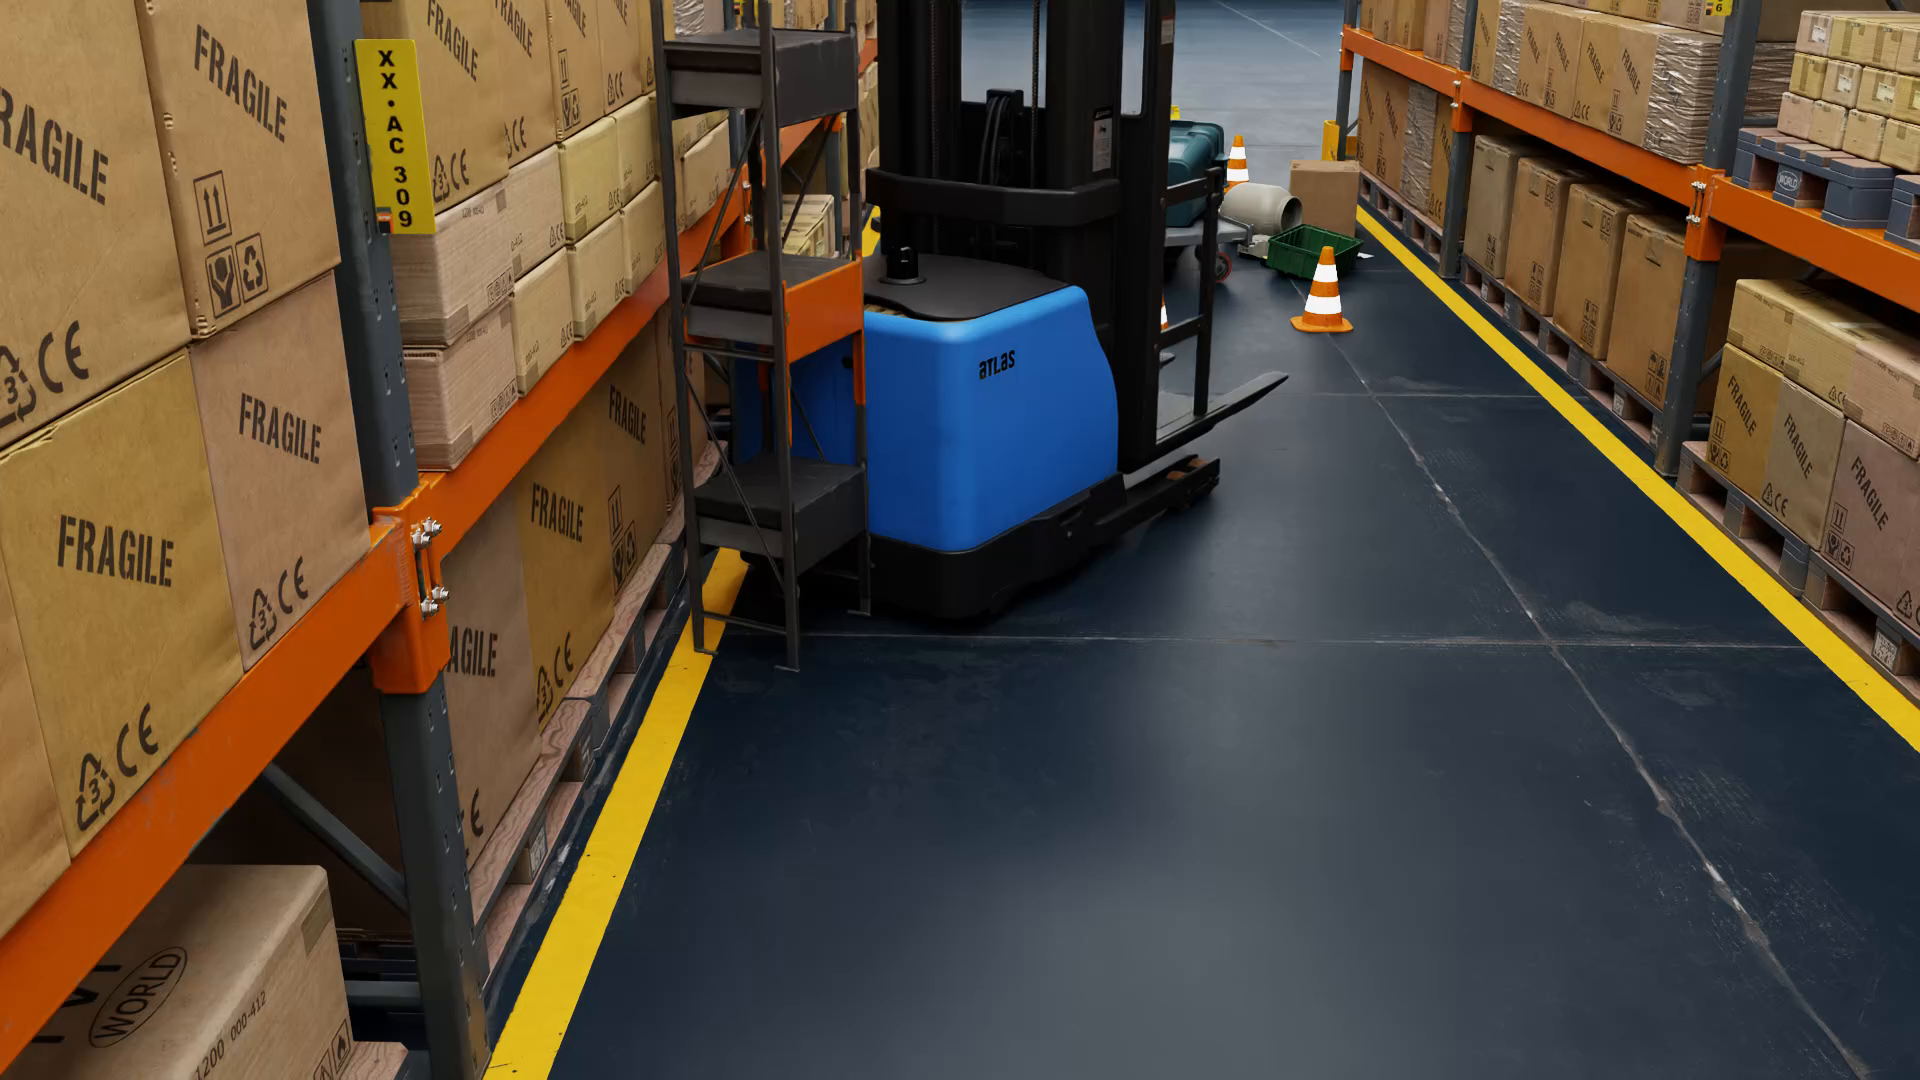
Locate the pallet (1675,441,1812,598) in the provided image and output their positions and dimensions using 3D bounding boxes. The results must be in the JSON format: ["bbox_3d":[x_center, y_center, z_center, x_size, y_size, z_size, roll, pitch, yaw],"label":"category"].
[{"bbox_3d":[3.527,-0.099,6.491,1.003,0.211,1.213,1,21,2],"label":"pallet"}]

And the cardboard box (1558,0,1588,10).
[{"bbox_3d":[3.635,-3.092,8.830,0.700,0.500,0.500,1,21,2],"label":"cardboard box"}]

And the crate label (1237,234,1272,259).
[{"bbox_3d":[2.093,-2.052,11.629,0.298,0.136,0.250,-16,26,-35],"label":"crate label"}]

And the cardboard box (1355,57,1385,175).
[{"bbox_3d":[3.841,-3.533,13.844,0.875,0.875,0.875,1,21,2],"label":"cardboard box"}]

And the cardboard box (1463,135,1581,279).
[{"bbox_3d":[3.745,-2.049,10.192,1.050,0.750,0.750,1,21,1],"label":"cardboard box"}]

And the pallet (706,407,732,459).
[{"bbox_3d":[-1.373,-0.682,7.994,1.003,0.211,1.213,1,21,2],"label":"pallet"}]

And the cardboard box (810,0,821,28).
[{"bbox_3d":[-1.075,-3.178,9.442,0.500,0.500,0.500,1,21,2],"label":"cardboard box"}]

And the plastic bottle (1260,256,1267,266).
[{"bbox_3d":[2.174,-1.874,11.274,0.133,0.061,0.283,-11,24,-26],"label":"plastic bottle"}]

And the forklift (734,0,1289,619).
[{"bbox_3d":[0.437,-1.574,6.535,1.130,2.935,3.031,14,25,32],"label":"forklift"}]

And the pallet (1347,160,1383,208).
[{"bbox_3d":[3.849,-2.984,13.927,1.003,0.211,1.213,1,21,2],"label":"pallet"}]

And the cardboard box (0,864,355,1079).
[{"bbox_3d":[-1.647,0.972,2.839,0.875,0.438,0.875,0,21,1],"label":"cardboard box"}]

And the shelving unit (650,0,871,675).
[{"bbox_3d":[-0.601,-0.652,5.291,0.431,2.100,0.503,10,24,24],"label":"shelving unit"}]

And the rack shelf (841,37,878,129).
[{"bbox_3d":[-1.216,-3.533,12.482,1.077,0.370,4.000,1,21,2],"label":"rack shelf"}]

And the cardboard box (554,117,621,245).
[{"bbox_3d":[-1.195,-0.943,4.329,0.500,0.250,0.500,1,21,2],"label":"cardboard box"}]

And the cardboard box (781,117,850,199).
[{"bbox_3d":[-0.989,-2.619,11.317,0.500,0.500,0.500,2,21,4],"label":"cardboard box"}]

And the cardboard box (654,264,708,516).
[{"bbox_3d":[-1.503,-0.655,6.428,0.875,0.875,0.875,0,21,1],"label":"cardboard box"}]

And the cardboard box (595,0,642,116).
[{"bbox_3d":[-1.205,-1.474,4.661,0.500,0.500,0.500,0,21,1],"label":"cardboard box"}]

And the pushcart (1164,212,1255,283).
[{"bbox_3d":[1.004,-1.916,10.945,1.648,0.377,0.936,-7,22,-17],"label":"pushcart"}]

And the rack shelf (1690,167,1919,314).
[{"bbox_3d":[3.491,-0.623,4.981,1.077,0.370,4.000,1,21,2],"label":"rack shelf"}]

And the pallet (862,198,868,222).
[{"bbox_3d":[-1.257,-2.531,12.760,1.003,0.211,1.213,1,21,2],"label":"pallet"}]

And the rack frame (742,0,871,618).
[{"bbox_3d":[-0.496,-0.735,5.495,0.400,2.100,0.015,10,24,24],"label":"rack frame"}]

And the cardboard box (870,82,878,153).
[{"bbox_3d":[-0.931,-3.374,13.261,0.500,0.500,0.500,1,21,4],"label":"cardboard box"}]

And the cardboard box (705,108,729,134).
[{"bbox_3d":[-1.159,-1.684,6.239,0.500,0.250,0.500,1,21,1],"label":"cardboard box"}]

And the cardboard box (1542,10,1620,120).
[{"bbox_3d":[3.341,-2.440,8.533,0.500,0.500,0.500,1,21,2],"label":"cardboard box"}]

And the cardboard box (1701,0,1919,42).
[{"bbox_3d":[3.576,-2.356,6.934,0.700,0.500,0.500,1,21,1],"label":"cardboard box"}]

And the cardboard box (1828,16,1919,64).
[{"bbox_3d":[3.339,-1.775,5.901,0.380,0.149,0.250,0,21,0],"label":"cardboard box"}]

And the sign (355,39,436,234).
[{"bbox_3d":[-0.965,-0.688,2.849,0.100,0.325,0.005,1,21,2],"label":"sign"}]

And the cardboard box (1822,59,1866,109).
[{"bbox_3d":[3.331,-1.628,5.933,0.380,0.149,0.250,2,21,4],"label":"cardboard box"}]

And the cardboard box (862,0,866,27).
[{"bbox_3d":[-0.969,-4.033,12.226,0.500,0.500,0.500,1,21,2],"label":"cardboard box"}]

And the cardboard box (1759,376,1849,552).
[{"bbox_3d":[3.264,-0.277,5.971,0.500,0.500,0.500,1,21,2],"label":"cardboard box"}]

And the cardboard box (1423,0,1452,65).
[{"bbox_3d":[3.667,-3.530,11.273,0.875,0.550,0.550,1,21,2],"label":"cardboard box"}]

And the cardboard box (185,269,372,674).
[{"bbox_3d":[-1.279,-0.129,2.576,0.500,0.500,0.500,1,21,2],"label":"cardboard box"}]

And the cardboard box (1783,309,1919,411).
[{"bbox_3d":[3.274,-0.631,5.847,0.500,0.250,0.500,0,21,1],"label":"cardboard box"}]

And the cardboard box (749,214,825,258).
[{"bbox_3d":[-1.309,-1.666,9.729,0.950,0.372,0.625,2,21,5],"label":"cardboard box"}]

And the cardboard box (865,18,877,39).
[{"bbox_3d":[-0.856,-4.058,13.189,0.380,0.149,0.250,1,21,3],"label":"cardboard box"}]

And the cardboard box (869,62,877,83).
[{"bbox_3d":[-0.863,-3.732,13.287,0.380,0.149,0.250,1,21,3],"label":"cardboard box"}]

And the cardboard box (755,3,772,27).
[{"bbox_3d":[-1.145,-2.429,7.512,0.500,0.500,0.500,2,21,4],"label":"cardboard box"}]

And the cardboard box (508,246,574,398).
[{"bbox_3d":[-1.229,-0.526,3.946,0.500,0.250,0.500,0,21,0],"label":"cardboard box"}]

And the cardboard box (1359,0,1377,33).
[{"bbox_3d":[3.830,-4.509,13.796,0.875,0.550,0.550,1,21,2],"label":"cardboard box"}]

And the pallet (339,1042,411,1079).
[{"bbox_3d":[-1.622,1.321,2.832,1.003,0.211,1.213,1,21,2],"label":"pallet"}]

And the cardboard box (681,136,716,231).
[{"bbox_3d":[-1.154,-1.259,5.833,0.500,0.250,0.500,1,21,3],"label":"cardboard box"}]

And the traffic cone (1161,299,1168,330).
[{"bbox_3d":[1.075,-1.383,9.454,0.336,0.463,0.334,1,21,2],"label":"traffic cone"}]

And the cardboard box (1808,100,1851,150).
[{"bbox_3d":[3.329,-1.503,6.023,0.380,0.149,0.250,2,21,4],"label":"cardboard box"}]

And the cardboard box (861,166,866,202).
[{"bbox_3d":[-0.971,-2.655,12.444,0.500,0.250,0.500,0,21,1],"label":"cardboard box"}]
